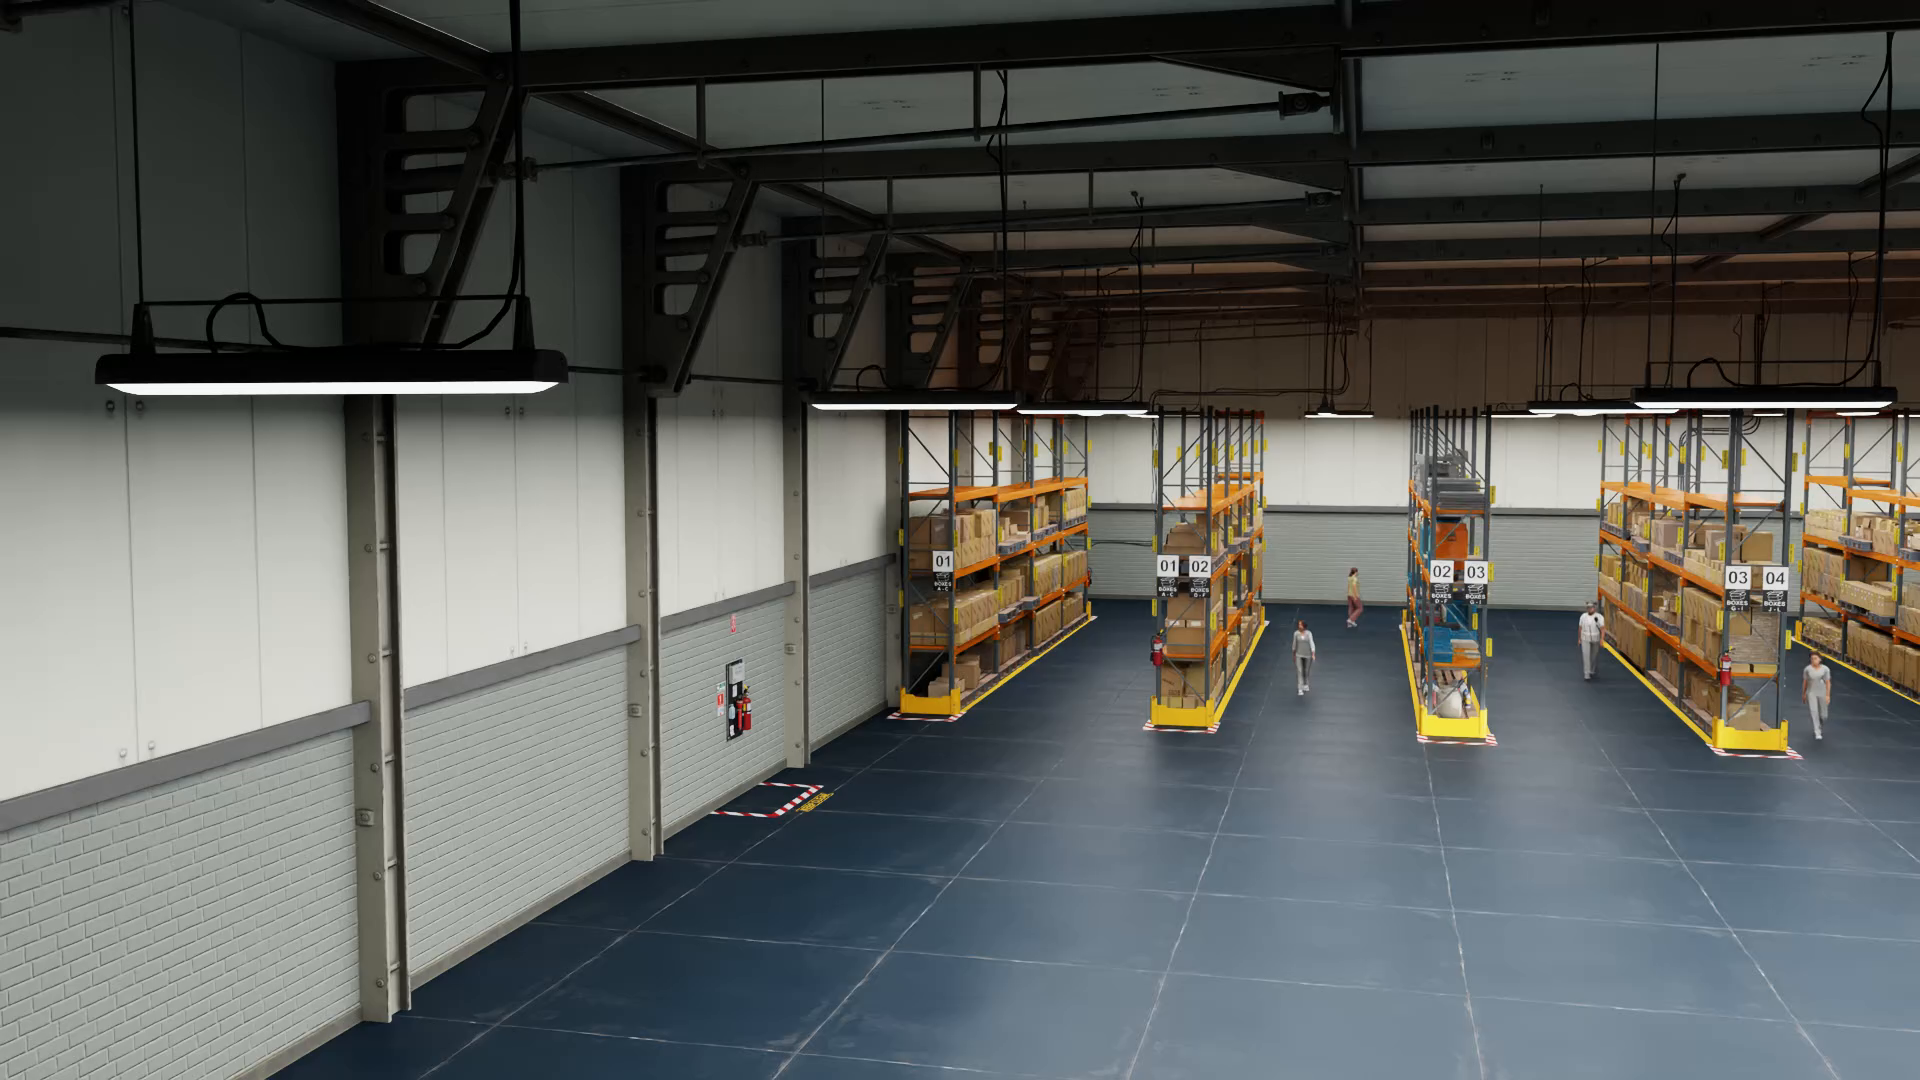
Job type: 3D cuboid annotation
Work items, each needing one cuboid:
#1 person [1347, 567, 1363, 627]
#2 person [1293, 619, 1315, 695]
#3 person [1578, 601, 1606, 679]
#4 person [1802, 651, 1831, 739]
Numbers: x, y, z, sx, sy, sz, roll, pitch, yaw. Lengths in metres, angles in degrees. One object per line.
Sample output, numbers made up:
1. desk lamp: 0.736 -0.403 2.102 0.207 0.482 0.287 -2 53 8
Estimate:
1. person: 10.888 1.594 46.069 0.457 1.651 0.490 -1 4 -14
2. person: 7.181 2.440 34.731 0.454 1.556 0.888 1 4 10
3. person: 14.036 2.199 36.918 0.532 1.705 1.074 1 4 15
4. person: 15.503 2.782 30.091 0.440 1.557 1.019 1 4 20
